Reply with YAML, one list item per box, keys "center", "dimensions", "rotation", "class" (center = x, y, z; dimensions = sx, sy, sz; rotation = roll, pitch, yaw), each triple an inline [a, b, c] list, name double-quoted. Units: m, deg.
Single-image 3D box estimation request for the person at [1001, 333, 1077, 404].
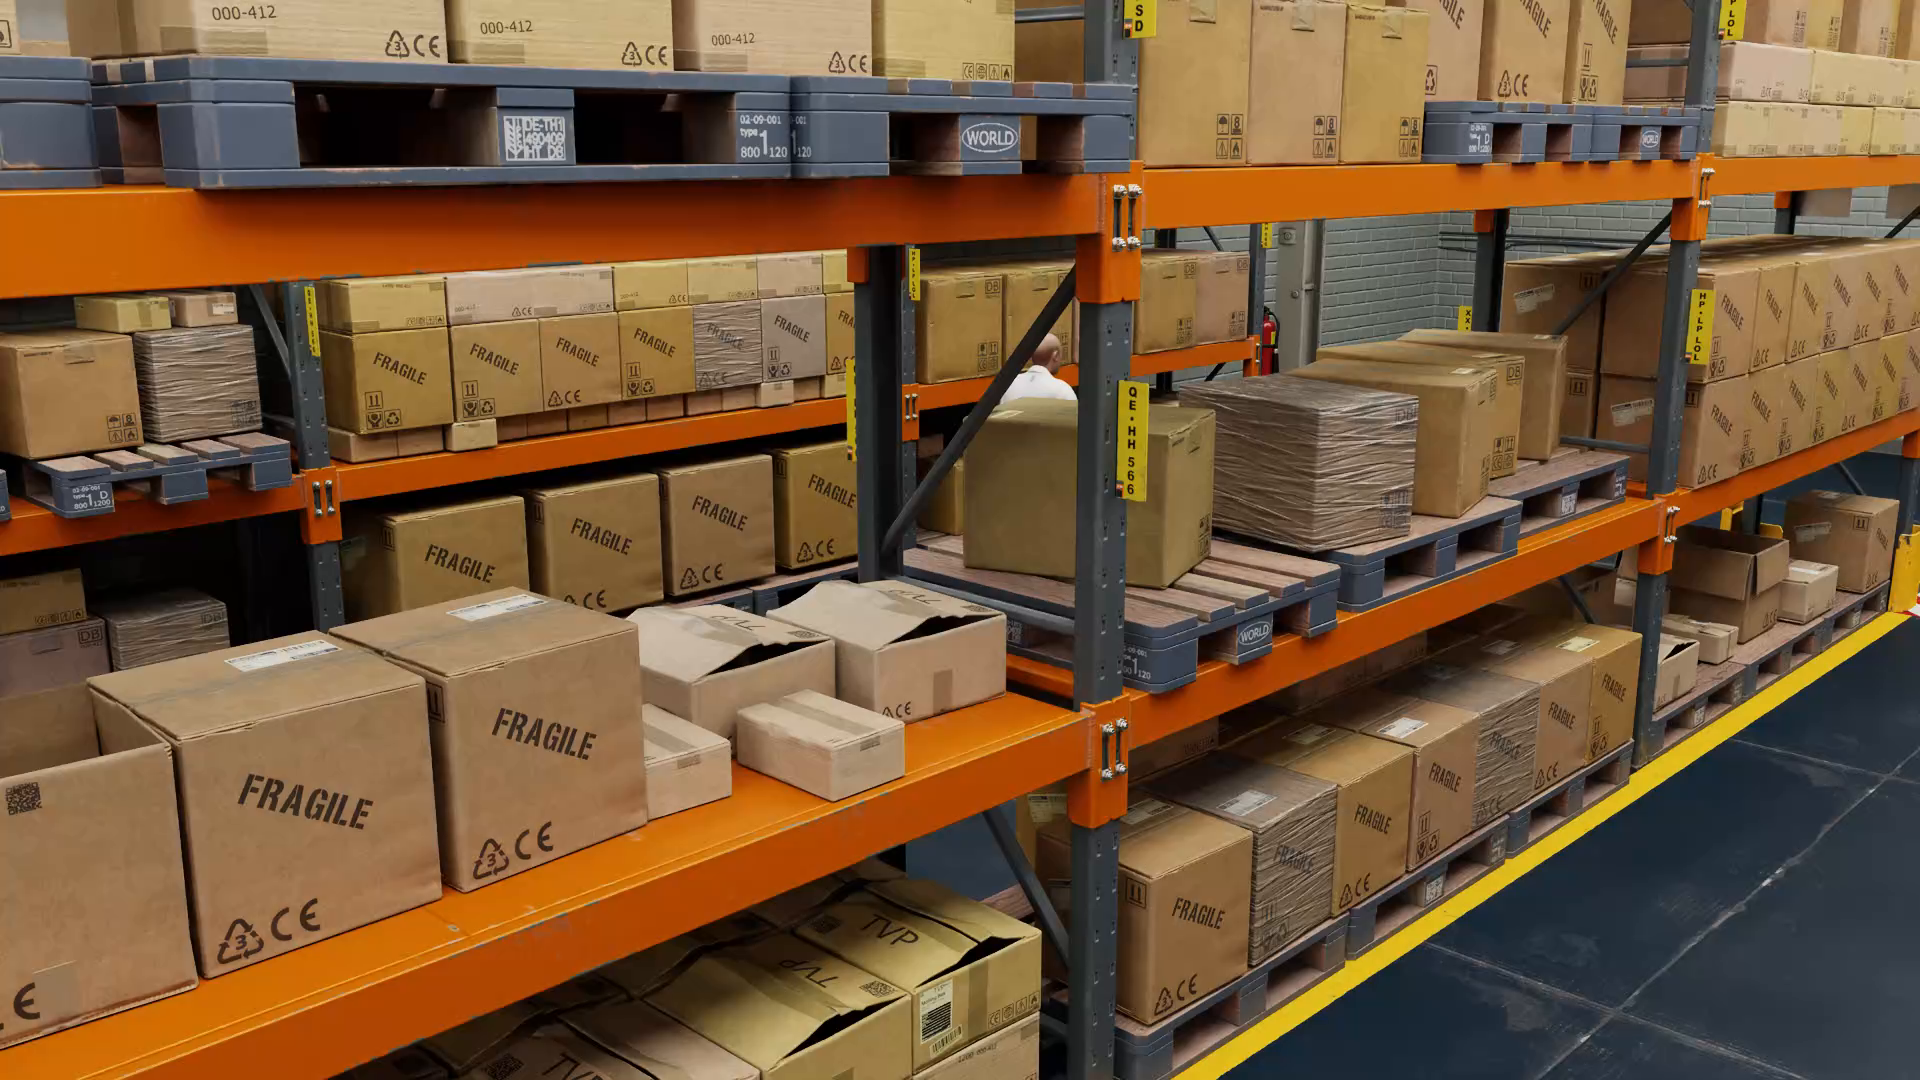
- center: [0.491, -0.349, 9.977]
  dimensions: [0.642, 1.774, 0.421]
  rotation: [13, 18, 43]
  class: "person"
